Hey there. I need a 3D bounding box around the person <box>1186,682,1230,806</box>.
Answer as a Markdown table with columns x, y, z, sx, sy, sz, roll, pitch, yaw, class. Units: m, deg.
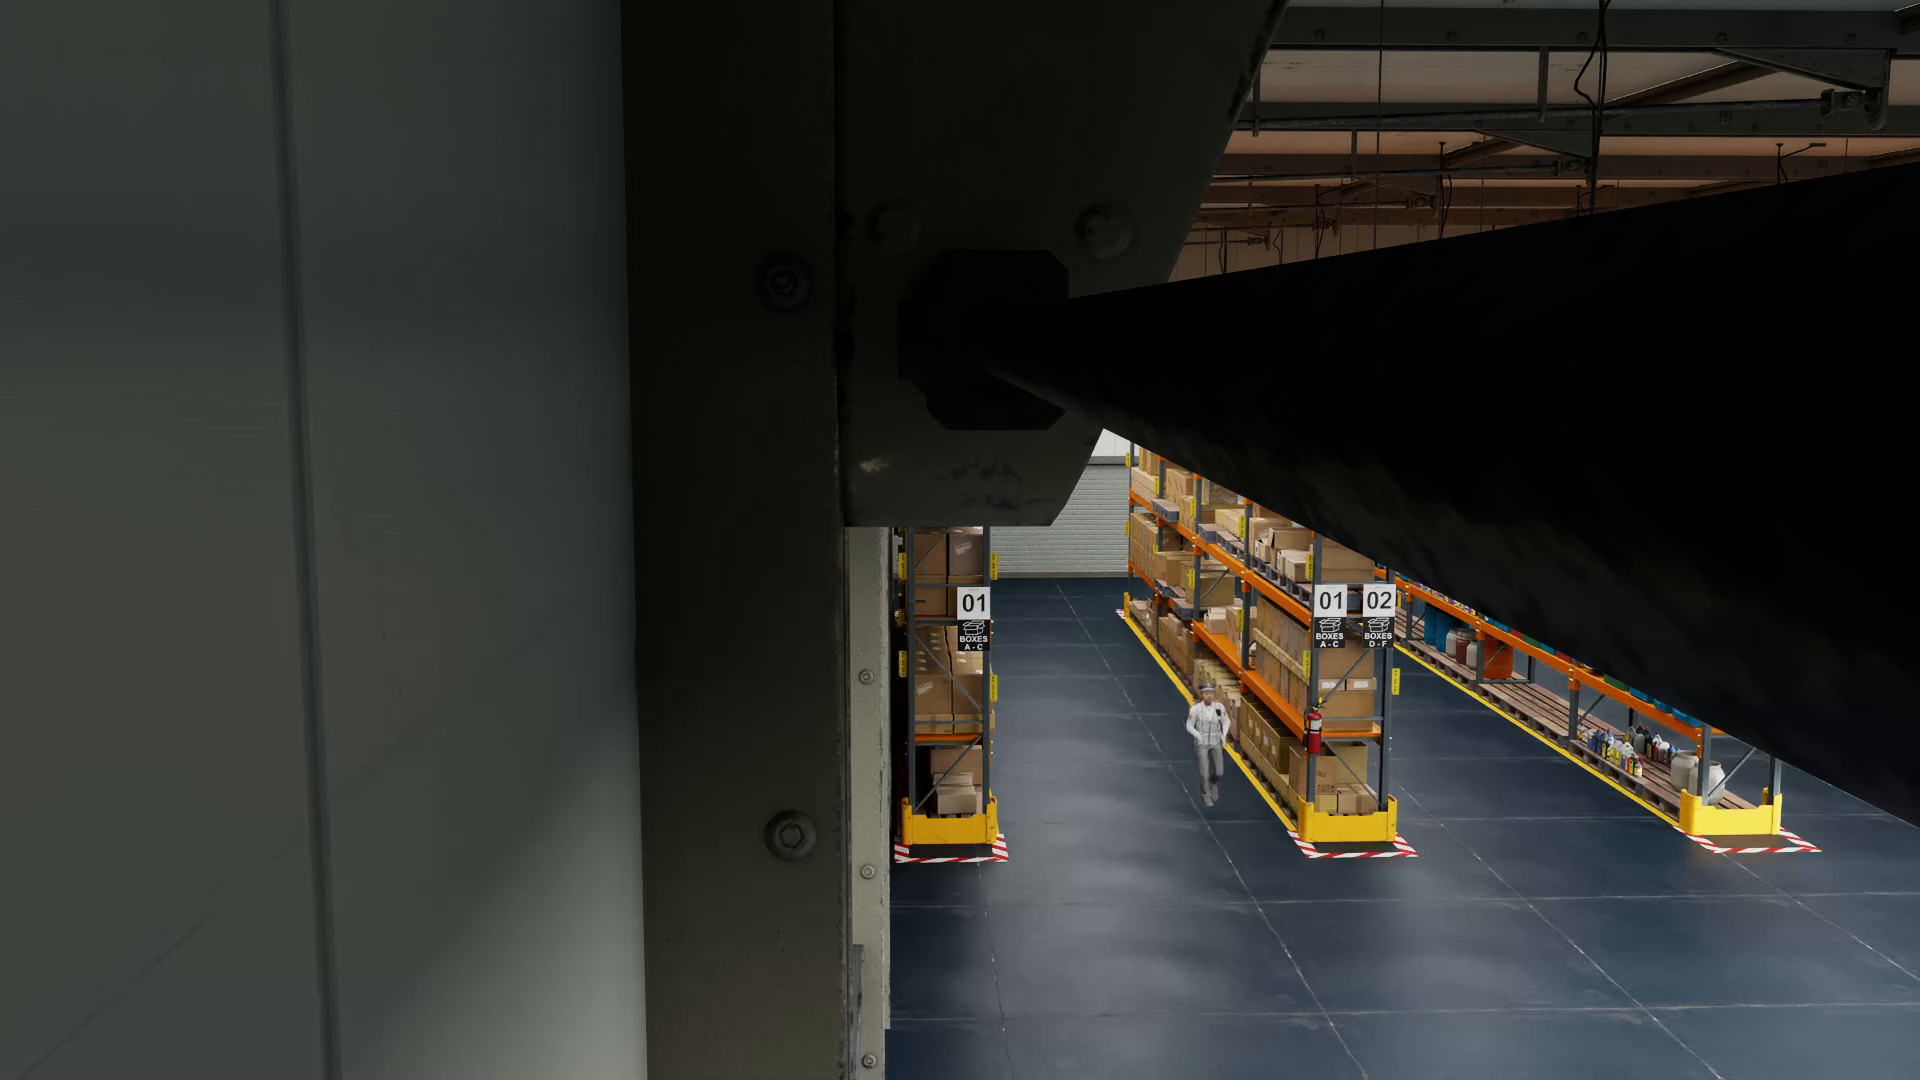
| x | y | z | sx | sy | sz | roll | pitch | yaw | class |
| --- | --- | --- | --- | --- | --- | --- | --- | --- | --- |
| 3.224 | 2.649 | 21.490 | 0.589 | 1.653 | 0.528 | 0 | 7 | -1 | person |
